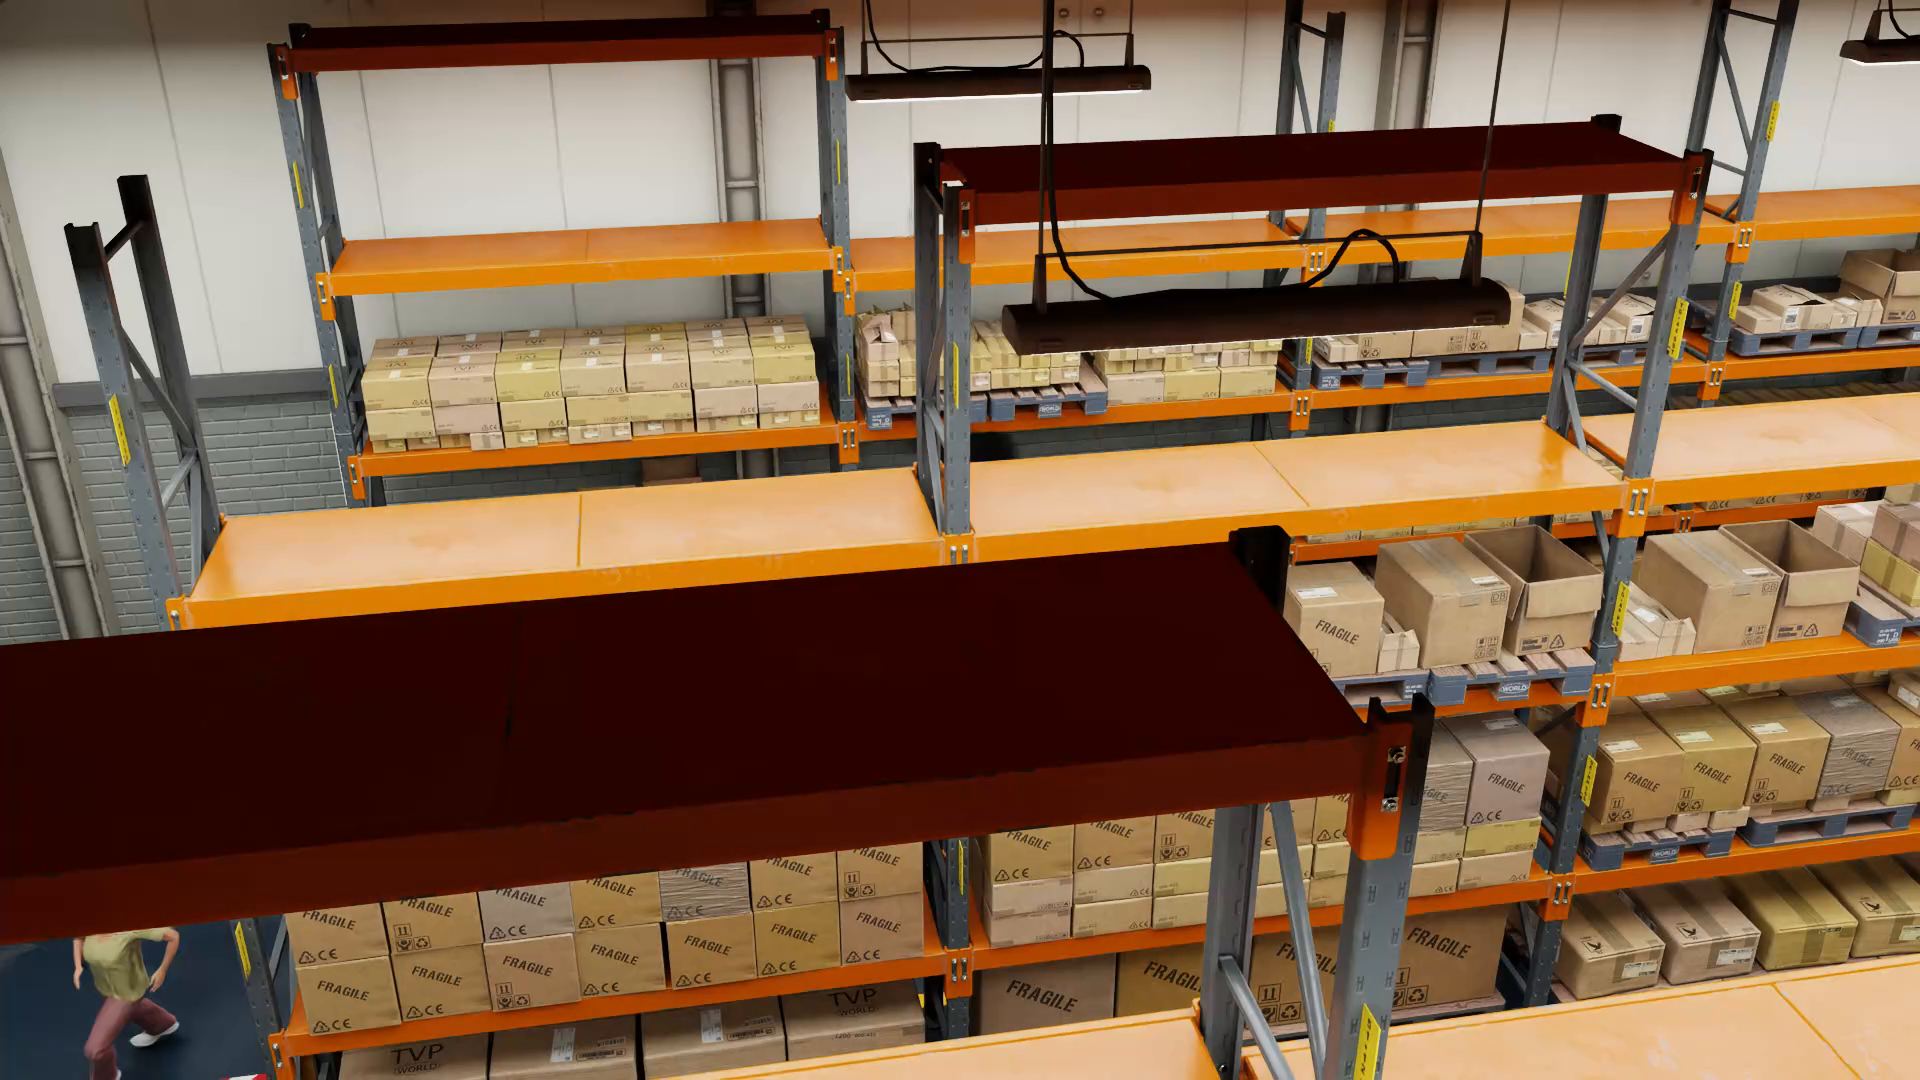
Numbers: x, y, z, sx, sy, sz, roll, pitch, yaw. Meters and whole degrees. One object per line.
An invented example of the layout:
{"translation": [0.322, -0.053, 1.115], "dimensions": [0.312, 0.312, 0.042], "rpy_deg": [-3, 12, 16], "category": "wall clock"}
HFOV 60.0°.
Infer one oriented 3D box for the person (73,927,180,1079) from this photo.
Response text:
{"translation": [-5.305, 2.835, 10.608], "dimensions": [0.706, 1.649, 0.764], "rpy_deg": [12, 28, 23], "category": "person"}
